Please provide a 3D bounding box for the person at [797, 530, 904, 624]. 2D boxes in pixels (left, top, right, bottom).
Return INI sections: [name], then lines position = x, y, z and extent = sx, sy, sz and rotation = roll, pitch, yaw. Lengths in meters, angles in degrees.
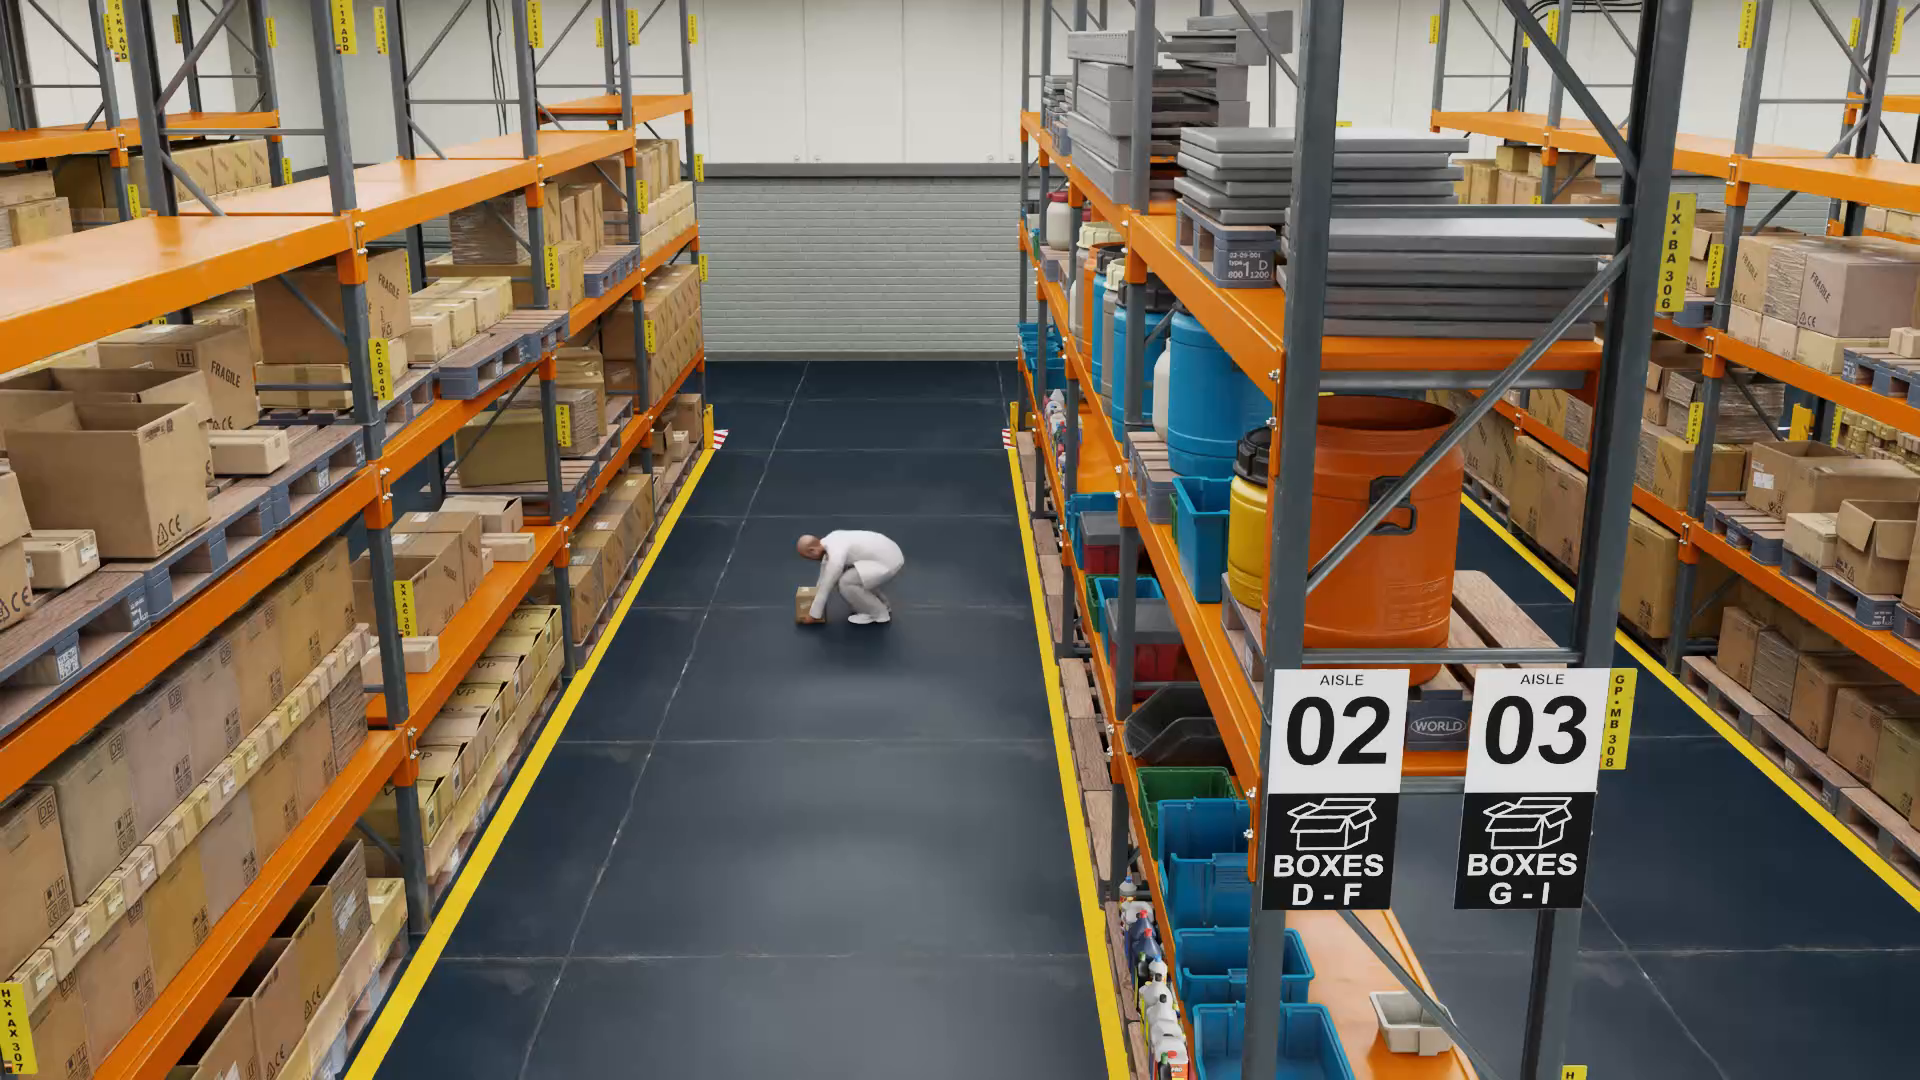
[person]
position = -0.966, 0.322, 14.741
extent = 0.946, 0.810, 0.577
rotation = -1, 17, -2
